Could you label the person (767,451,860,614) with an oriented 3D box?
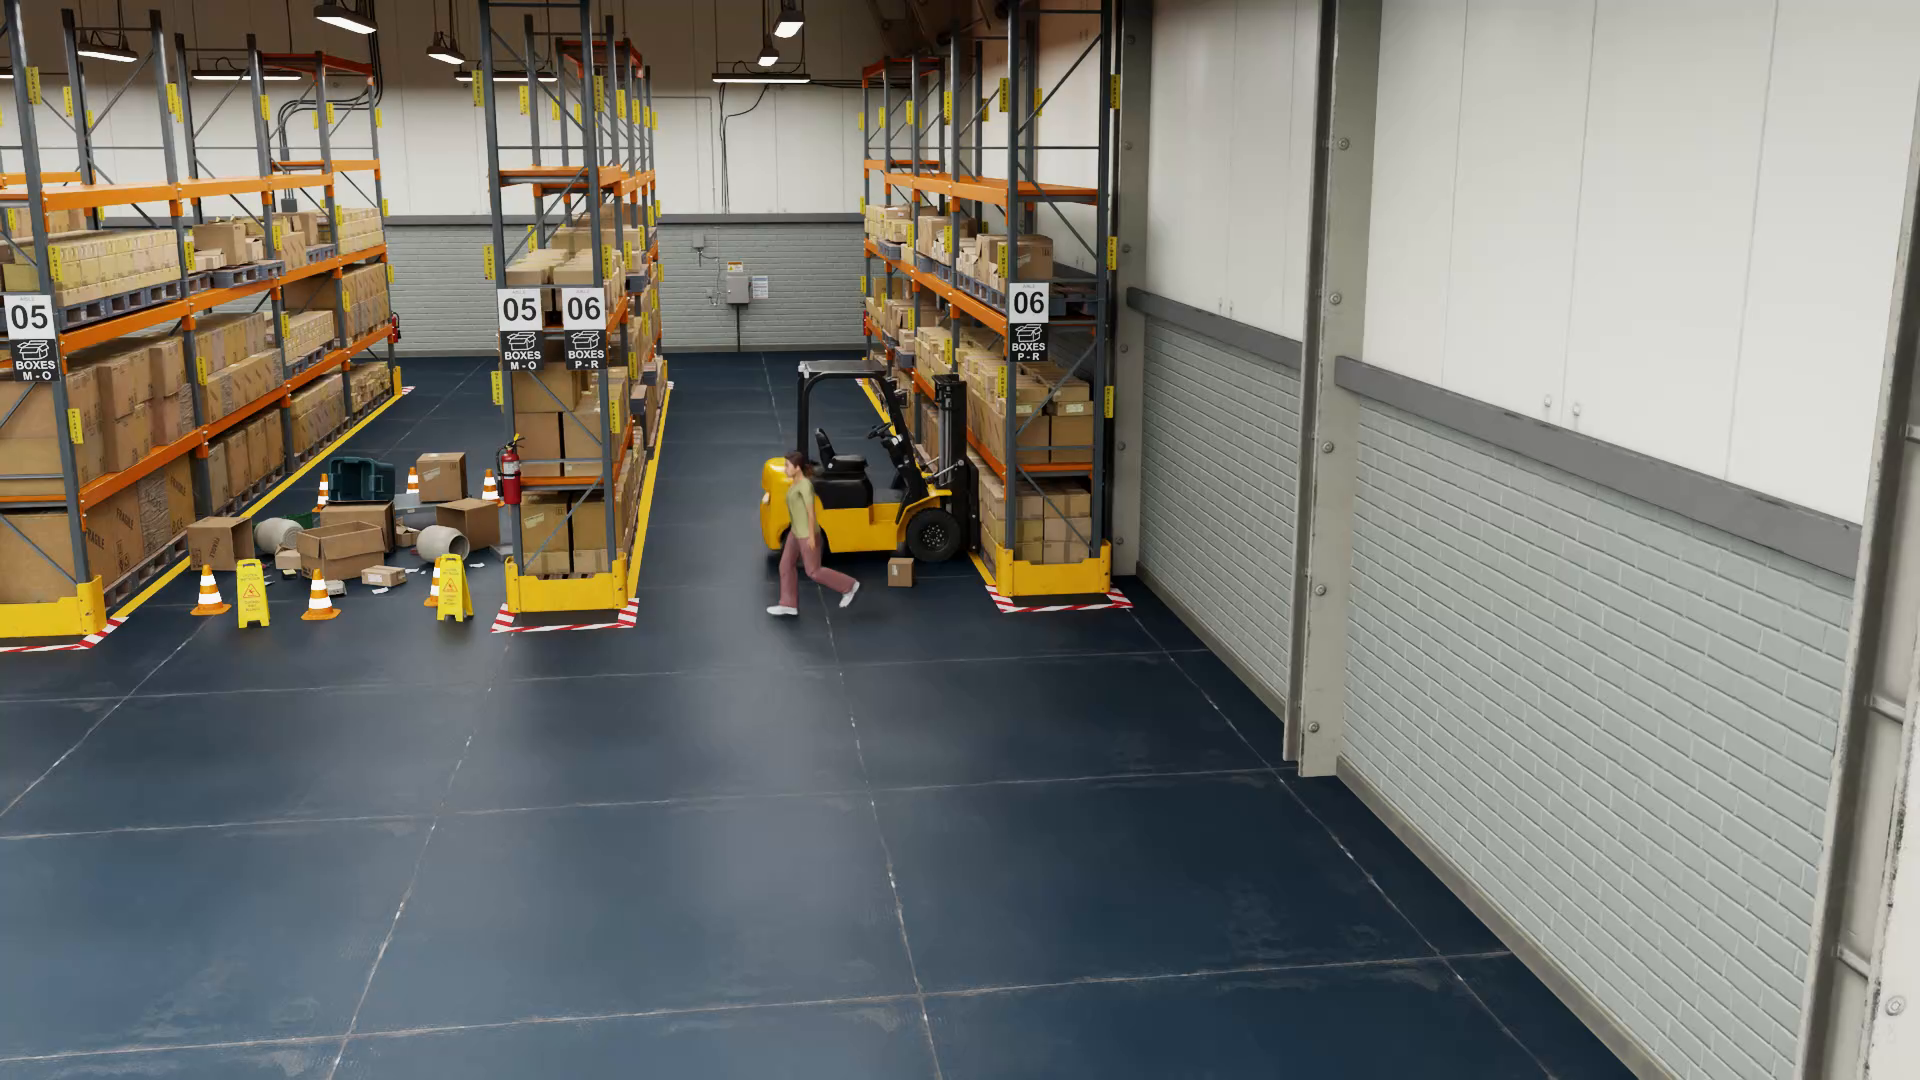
[{"bbox_3d":[-1.443,-0.068,16.291,0.912,1.633,0.453,-5,14,-20],"label":"person"}]
